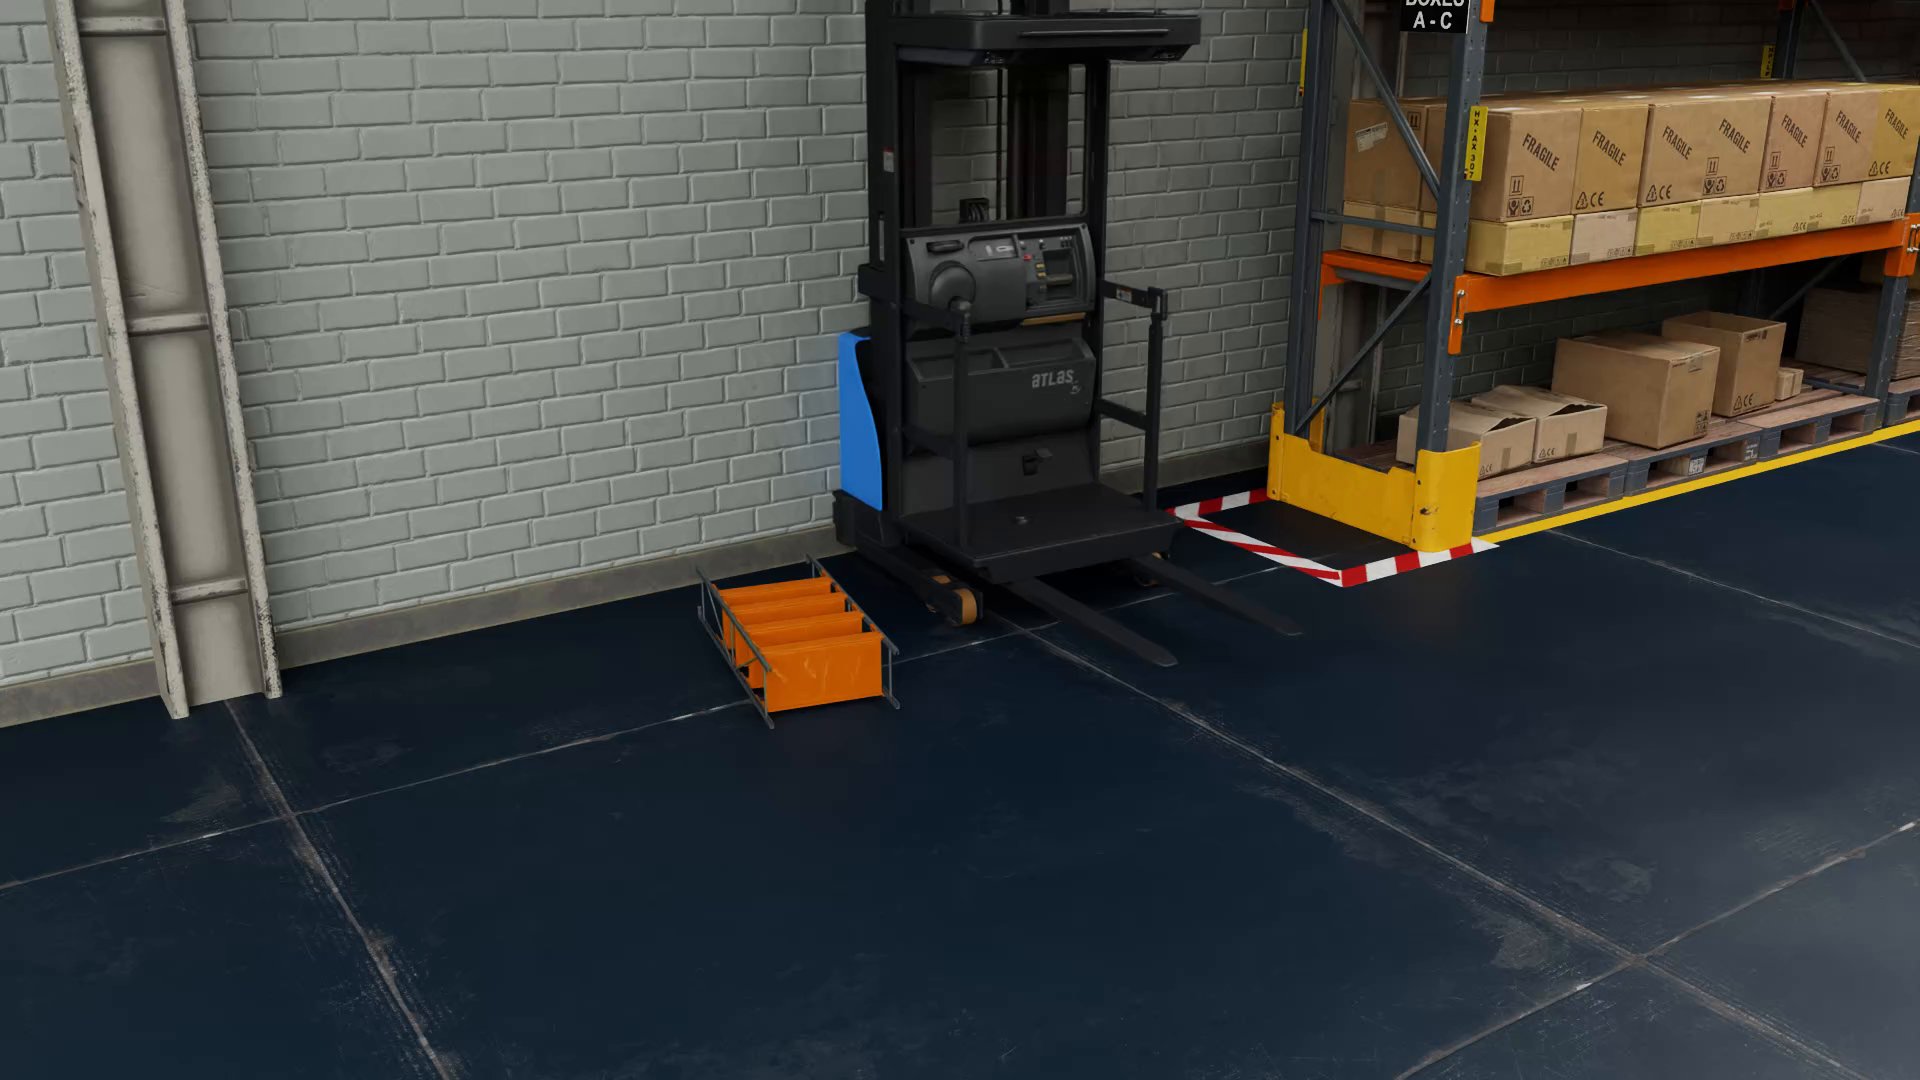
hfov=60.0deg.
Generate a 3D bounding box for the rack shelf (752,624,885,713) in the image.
[{"bbox_3d":[-0.537,0.490,6.337,0.480,0.258,0.148,-7,20,-20],"label":"rack shelf"}]

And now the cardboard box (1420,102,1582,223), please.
[{"bbox_3d":[2.590,-1.822,7.983,0.500,0.500,0.500,-12,22,-31],"label":"cardboard box"}]

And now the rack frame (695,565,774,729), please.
[{"bbox_3d":[-0.906,0.400,6.601,0.015,0.240,1.200,-7,20,-20],"label":"rack frame"}]

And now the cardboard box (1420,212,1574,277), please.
[{"bbox_3d":[2.608,-1.464,8.095,0.500,0.250,0.500,-13,22,-33],"label":"cardboard box"}]

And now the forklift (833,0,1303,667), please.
[{"bbox_3d":[0.297,-1.183,7.167,1.130,2.935,3.031,-10,21,-28],"label":"forklift"}]

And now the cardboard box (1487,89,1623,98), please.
[{"bbox_3d":[3.158,-2.136,8.913,0.500,0.500,0.500,-13,22,-33],"label":"cardboard box"}]

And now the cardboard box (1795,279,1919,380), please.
[{"bbox_3d":[5.972,-1.388,10.881,0.500,0.500,0.700,-11,22,-30],"label":"cardboard box"}]

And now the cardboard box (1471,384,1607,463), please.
[{"bbox_3d":[3.129,-0.657,9.017,0.500,0.311,0.500,-10,21,-27],"label":"cardboard box"}]

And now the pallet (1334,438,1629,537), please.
[{"bbox_3d":[2.787,-0.351,8.952,1.213,0.211,1.003,-12,22,-31],"label":"pallet"}]

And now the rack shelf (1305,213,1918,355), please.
[{"bbox_3d":[3.696,-1.536,9.228,4.000,0.370,1.077,-12,22,-31],"label":"rack shelf"}]

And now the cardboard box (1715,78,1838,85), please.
[{"bbox_3d":[4.859,-2.496,9.976,0.500,0.500,0.500,-13,22,-33],"label":"cardboard box"}]

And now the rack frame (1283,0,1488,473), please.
[{"bbox_3d":[2.026,-1.525,8.071,0.127,3.000,1.000,-12,22,-31],"label":"rack frame"}]

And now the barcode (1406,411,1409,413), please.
[{"bbox_3d":[2.448,-0.672,9.045,0.075,0.075,0.001,-12,22,-31],"label":"barcode"}]

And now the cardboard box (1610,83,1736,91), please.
[{"bbox_3d":[4.006,-2.319,9.454,0.500,0.500,0.500,-11,22,-30],"label":"cardboard box"}]

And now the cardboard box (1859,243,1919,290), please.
[{"bbox_3d":[6.338,-1.821,10.994,0.500,0.250,0.500,-12,22,-33],"label":"cardboard box"}]

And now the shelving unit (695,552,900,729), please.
[{"bbox_3d":[-0.678,0.372,6.684,0.503,0.258,1.200,-7,20,-20],"label":"shelving unit"}]

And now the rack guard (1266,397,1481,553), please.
[{"bbox_3d":[2.089,-0.354,8.511,0.348,0.500,1.175,-12,22,-31],"label":"rack guard"}]

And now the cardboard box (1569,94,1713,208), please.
[{"bbox_3d":[3.443,-1.996,8.496,0.500,0.500,0.500,-13,22,-33],"label":"cardboard box"}]

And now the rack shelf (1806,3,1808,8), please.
[{"bbox_3d":[7.037,-3.662,10.832,4.000,0.370,1.077,-12,22,-31],"label":"rack shelf"}]

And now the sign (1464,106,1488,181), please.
[{"bbox_3d":[2.324,-1.790,7.503,0.005,0.325,0.100,-12,22,-31],"label":"sign"}]

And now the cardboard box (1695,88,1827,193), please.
[{"bbox_3d":[4.302,-2.182,9.046,0.500,0.500,0.500,-13,22,-33],"label":"cardboard box"}]

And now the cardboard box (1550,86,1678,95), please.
[{"bbox_3d":[3.578,-2.225,9.175,0.500,0.500,0.500,-12,22,-31],"label":"cardboard box"}]

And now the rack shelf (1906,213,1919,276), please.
[{"bbox_3d":[7.037,-2.241,11.312,4.000,0.370,1.077,-12,22,-31],"label":"rack shelf"}]

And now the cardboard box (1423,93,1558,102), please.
[{"bbox_3d":[2.728,-2.044,8.640,0.500,0.500,0.500,-12,22,-31],"label":"cardboard box"}]

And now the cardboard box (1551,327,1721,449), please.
[{"bbox_3d":[3.770,-0.863,9.330,0.500,0.500,0.700,-14,23,-35],"label":"cardboard box"}]

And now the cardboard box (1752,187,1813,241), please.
[{"bbox_3d":[4.305,-1.825,9.162,0.500,0.250,0.500,-12,22,-32],"label":"cardboard box"}]

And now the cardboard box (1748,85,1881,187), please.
[{"bbox_3d":[4.728,-2.267,9.300,0.500,0.500,0.500,-12,22,-32],"label":"cardboard box"}]

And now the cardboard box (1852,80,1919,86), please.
[{"bbox_3d":[5.810,-2.565,10.307,0.500,0.500,0.700,-12,22,-31],"label":"cardboard box"}]

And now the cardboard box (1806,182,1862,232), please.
[{"bbox_3d":[4.717,-1.918,9.436,0.500,0.250,0.500,-12,22,-31],"label":"cardboard box"}]

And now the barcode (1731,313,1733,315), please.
[{"bbox_3d":[4.784,-1.374,10.342,0.075,0.075,0.001,-12,22,-31],"label":"barcode"}]

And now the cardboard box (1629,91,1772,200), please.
[{"bbox_3d":[3.868,-2.090,8.775,0.500,0.500,0.500,-11,22,-30],"label":"cardboard box"}]

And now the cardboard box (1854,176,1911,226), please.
[{"bbox_3d":[5.138,-2.003,9.689,0.500,0.250,0.500,-12,22,-31],"label":"cardboard box"}]

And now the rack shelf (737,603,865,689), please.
[{"bbox_3d":[-0.622,0.419,6.546,0.480,0.258,0.148,-7,20,-20],"label":"rack shelf"}]

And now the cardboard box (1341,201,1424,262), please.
[{"bbox_3d":[2.310,-1.597,8.489,0.500,0.250,0.500,-12,22,-31],"label":"cardboard box"}]

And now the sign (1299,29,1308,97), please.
[{"bbox_3d":[1.737,-2.375,8.284,0.005,0.325,0.100,-12,22,-31],"label":"sign"}]

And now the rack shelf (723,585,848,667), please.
[{"bbox_3d":[-0.702,0.352,6.744,0.480,0.258,0.148,-7,20,-20],"label":"rack shelf"}]

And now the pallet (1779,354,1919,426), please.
[{"bbox_3d":[6.016,-1.046,11.008,1.213,0.211,1.003,-12,22,-31],"label":"pallet"}]

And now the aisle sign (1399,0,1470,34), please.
[{"bbox_3d":[2.131,-2.663,7.380,0.004,0.787,0.394,-12,22,-31],"label":"aisle sign"}]

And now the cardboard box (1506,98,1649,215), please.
[{"bbox_3d":[3.008,-1.906,8.232,0.500,0.500,0.500,-12,22,-31],"label":"cardboard box"}]

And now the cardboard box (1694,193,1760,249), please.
[{"bbox_3d":[3.886,-1.736,8.899,0.500,0.250,0.500,-12,22,-31],"label":"cardboard box"}]

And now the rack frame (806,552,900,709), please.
[{"bbox_3d":[-0.450,0.344,6.767,0.015,0.240,1.200,-7,20,-20],"label":"rack frame"}]

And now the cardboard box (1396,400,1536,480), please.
[{"bbox_3d":[2.653,-0.557,8.720,0.500,0.311,0.500,-15,24,-37],"label":"cardboard box"}]

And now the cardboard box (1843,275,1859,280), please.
[{"bbox_3d":[6.376,-1.492,11.190,0.500,0.500,0.700,-12,22,-32],"label":"cardboard box"}]

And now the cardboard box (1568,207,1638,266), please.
[{"bbox_3d":[3.034,-1.559,8.377,0.500,0.250,0.500,-13,22,-33],"label":"cardboard box"}]

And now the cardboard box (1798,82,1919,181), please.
[{"bbox_3d":[5.142,-2.357,9.565,0.500,0.500,0.500,-12,22,-32],"label":"cardboard box"}]

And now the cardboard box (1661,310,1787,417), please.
[{"bbox_3d":[4.522,-1.060,9.912,0.500,0.500,0.500,-14,23,-35],"label":"cardboard box"}]

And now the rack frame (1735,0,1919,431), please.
[{"bbox_3d":[5.367,-2.229,10.155,0.127,3.000,1.000,-12,22,-31],"label":"rack frame"}]

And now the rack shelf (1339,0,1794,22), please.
[{"bbox_3d":[3.696,-2.957,8.748,4.000,0.370,1.077,-12,22,-31],"label":"rack shelf"}]

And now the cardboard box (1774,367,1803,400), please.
[{"bbox_3d":[4.936,-0.993,10.236,0.250,0.166,0.380,-16,24,-38],"label":"cardboard box"}]

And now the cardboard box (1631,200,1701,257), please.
[{"bbox_3d":[3.463,-1.647,8.637,0.500,0.250,0.500,-12,22,-32],"label":"cardboard box"}]

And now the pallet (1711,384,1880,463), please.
[{"bbox_3d":[4.825,-0.780,10.224,1.213,0.211,1.003,-12,22,-31],"label":"pallet"}]

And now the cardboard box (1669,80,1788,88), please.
[{"bbox_3d":[4.425,-2.406,9.709,0.500,0.500,0.500,-12,22,-32],"label":"cardboard box"}]

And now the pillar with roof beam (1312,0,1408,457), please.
[{"bbox_3d":[4.502,-3.570,4.753,0.400,9.000,9.100,-12,22,-31],"label":"pillar with roof beam"}]

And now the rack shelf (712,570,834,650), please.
[{"bbox_3d":[-0.774,0.293,6.919,0.480,0.258,0.148,-7,20,-20],"label":"rack shelf"}]

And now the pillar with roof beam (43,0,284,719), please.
[{"bbox_3d":[-0.509,-2.513,1.627,0.400,9.000,9.100,-12,22,-31],"label":"pillar with roof beam"}]

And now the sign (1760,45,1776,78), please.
[{"bbox_3d":[5.058,-2.925,10.407,0.005,0.325,0.100,-12,22,-31],"label":"sign"}]

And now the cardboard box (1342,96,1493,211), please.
[{"bbox_3d":[2.303,-1.958,8.385,0.500,0.500,0.500,-12,22,-32],"label":"cardboard box"}]

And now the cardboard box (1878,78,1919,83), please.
[{"bbox_3d":[6.281,-2.662,10.592,0.500,0.500,0.700,-9,21,-26],"label":"cardboard box"}]

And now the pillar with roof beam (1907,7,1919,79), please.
[{"bbox_3d":[9.513,-4.627,7.879,0.400,9.000,9.100,-12,22,-31],"label":"pillar with roof beam"}]

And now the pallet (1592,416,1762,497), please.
[{"bbox_3d":[3.805,-0.564,9.584,1.213,0.211,1.003,-12,22,-31],"label":"pallet"}]
